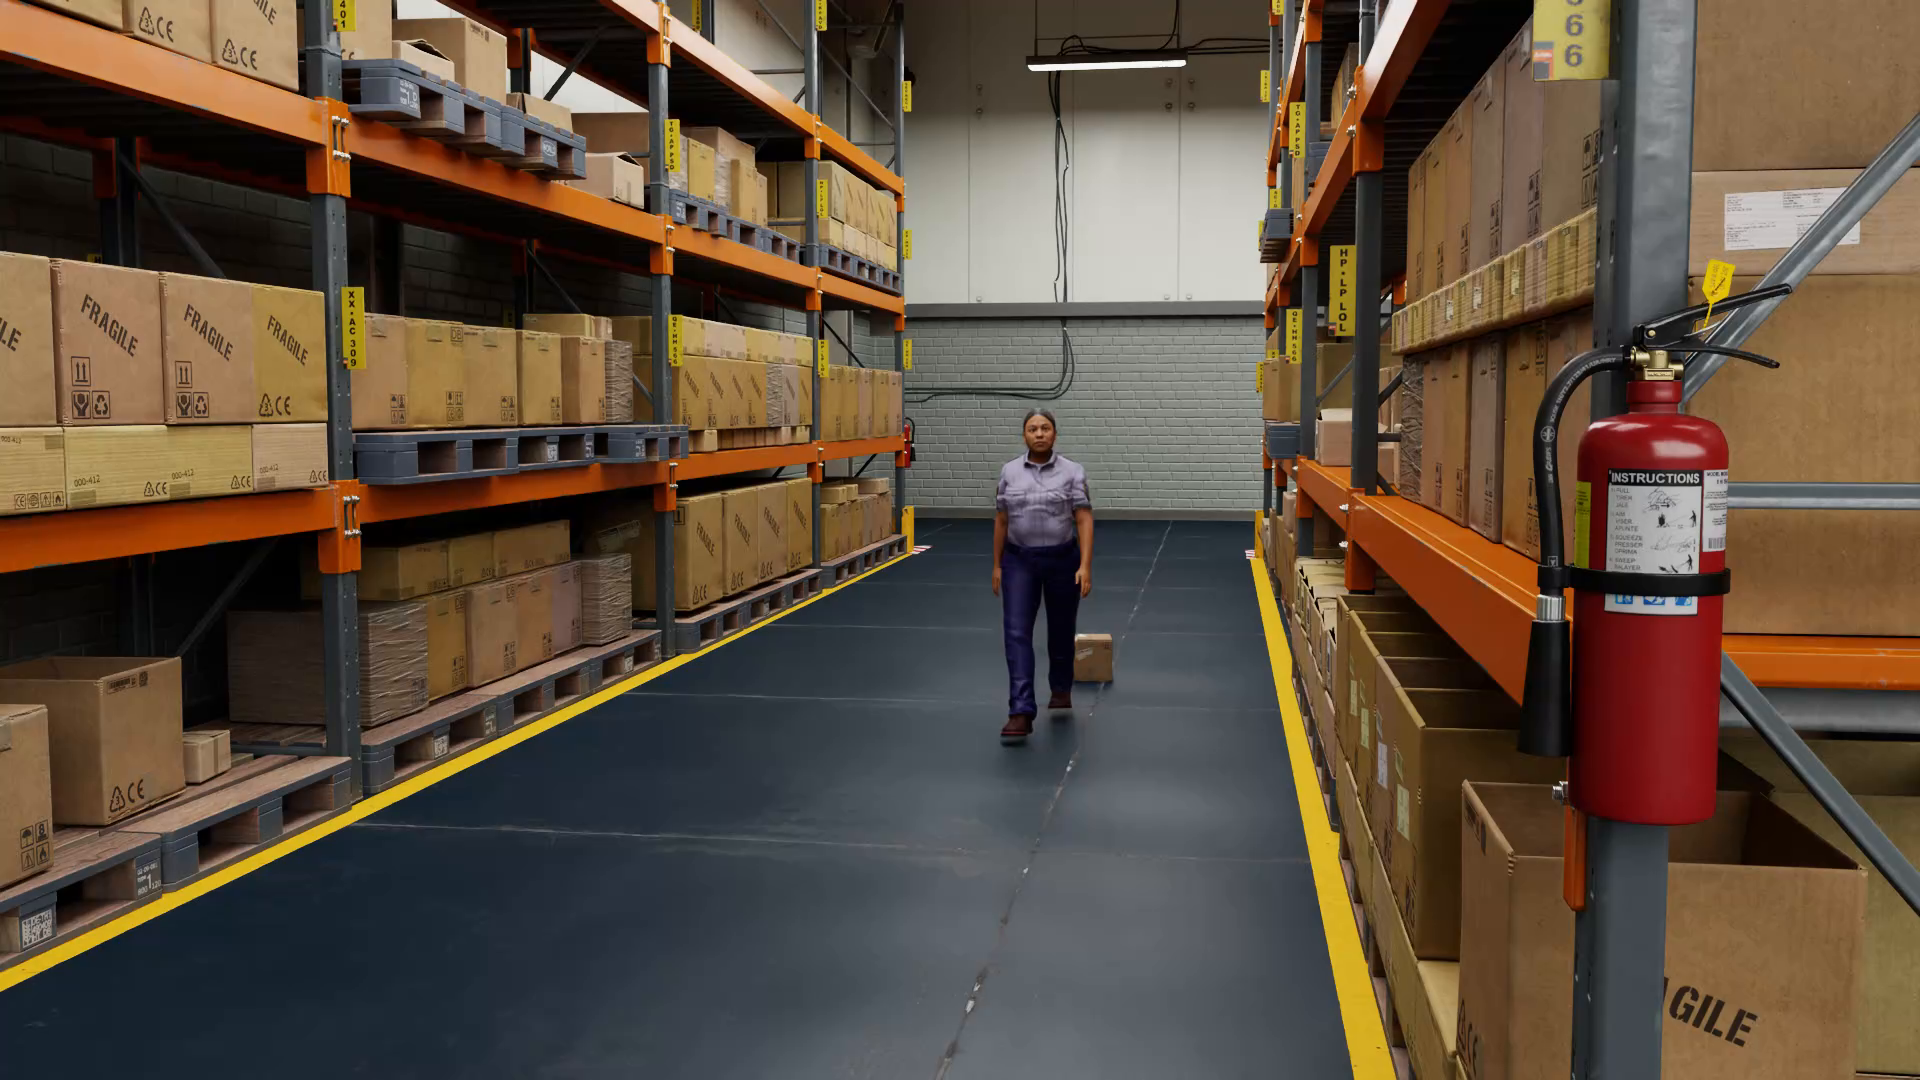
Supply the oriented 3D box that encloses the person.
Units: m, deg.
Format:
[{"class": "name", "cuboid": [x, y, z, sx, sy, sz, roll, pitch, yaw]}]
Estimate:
[{"class": "person", "cuboid": [0.406, 0.142, 8.318, 0.524, 1.576, 1.024, 0, 5, 6]}]
